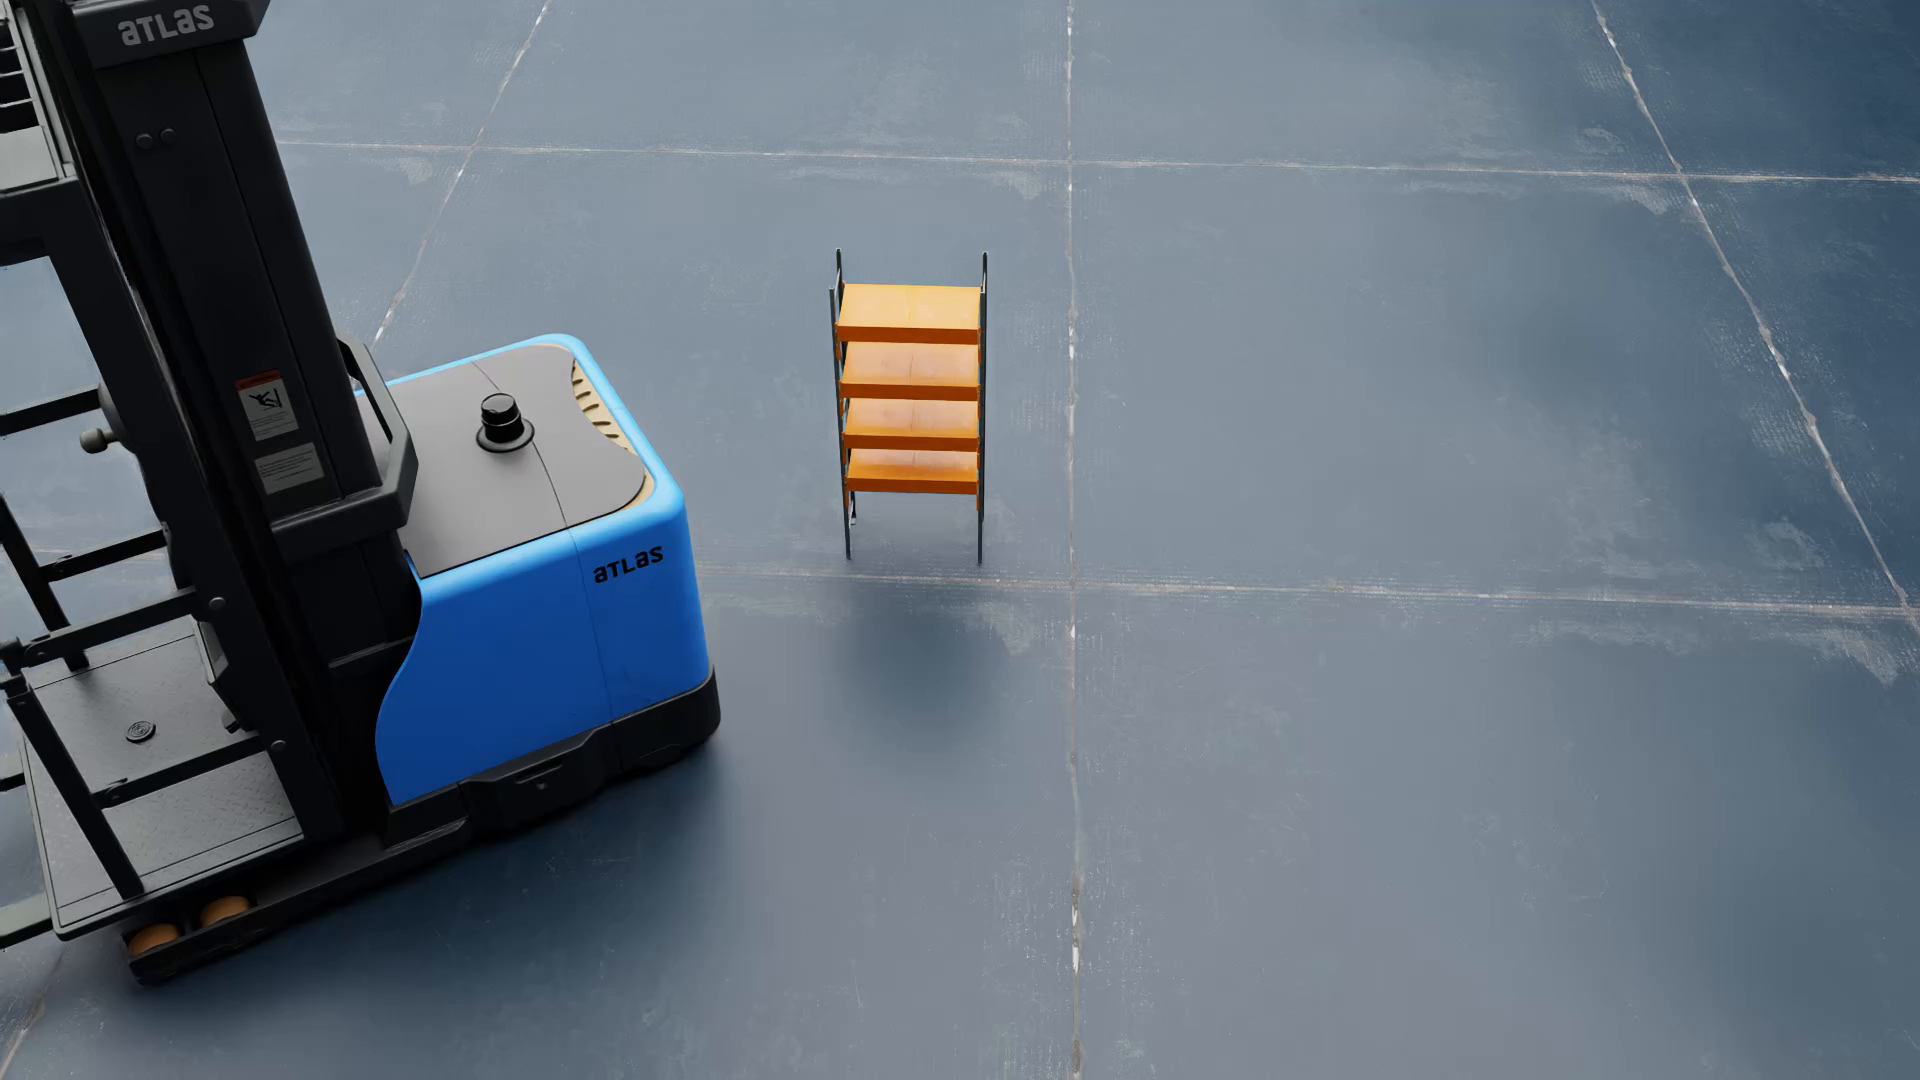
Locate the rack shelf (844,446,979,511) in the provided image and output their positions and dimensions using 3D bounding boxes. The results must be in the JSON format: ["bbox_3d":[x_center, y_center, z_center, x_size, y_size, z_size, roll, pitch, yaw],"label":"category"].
[{"bbox_3d":[-0.165,-0.250,6.028,0.480,0.148,0.258,2,43,2],"label":"rack shelf"}]

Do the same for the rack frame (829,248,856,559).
[{"bbox_3d":[-0.409,-0.452,5.855,0.015,1.200,0.240,2,43,2],"label":"rack frame"}]

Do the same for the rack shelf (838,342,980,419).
[{"bbox_3d":[-0.165,-0.559,5.740,0.480,0.148,0.258,2,43,2],"label":"rack shelf"}]

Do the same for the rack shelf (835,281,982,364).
[{"bbox_3d":[-0.165,-0.732,5.579,0.480,0.148,0.258,2,43,2],"label":"rack shelf"}]

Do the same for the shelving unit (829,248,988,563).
[{"bbox_3d":[-0.165,-0.444,5.846,0.503,1.200,0.258,2,43,2],"label":"shelving unit"}]

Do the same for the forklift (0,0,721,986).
[{"bbox_3d":[-2.330,-0.205,4.319,3.031,2.935,1.130,-21,47,-21],"label":"forklift"}]

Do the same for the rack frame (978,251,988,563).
[{"bbox_3d":[0.078,-0.437,5.838,0.015,1.200,0.240,2,43,2],"label":"rack frame"}]

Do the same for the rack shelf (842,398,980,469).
[{"bbox_3d":[-0.165,-0.395,5.892,0.480,0.148,0.258,2,43,2],"label":"rack shelf"}]
